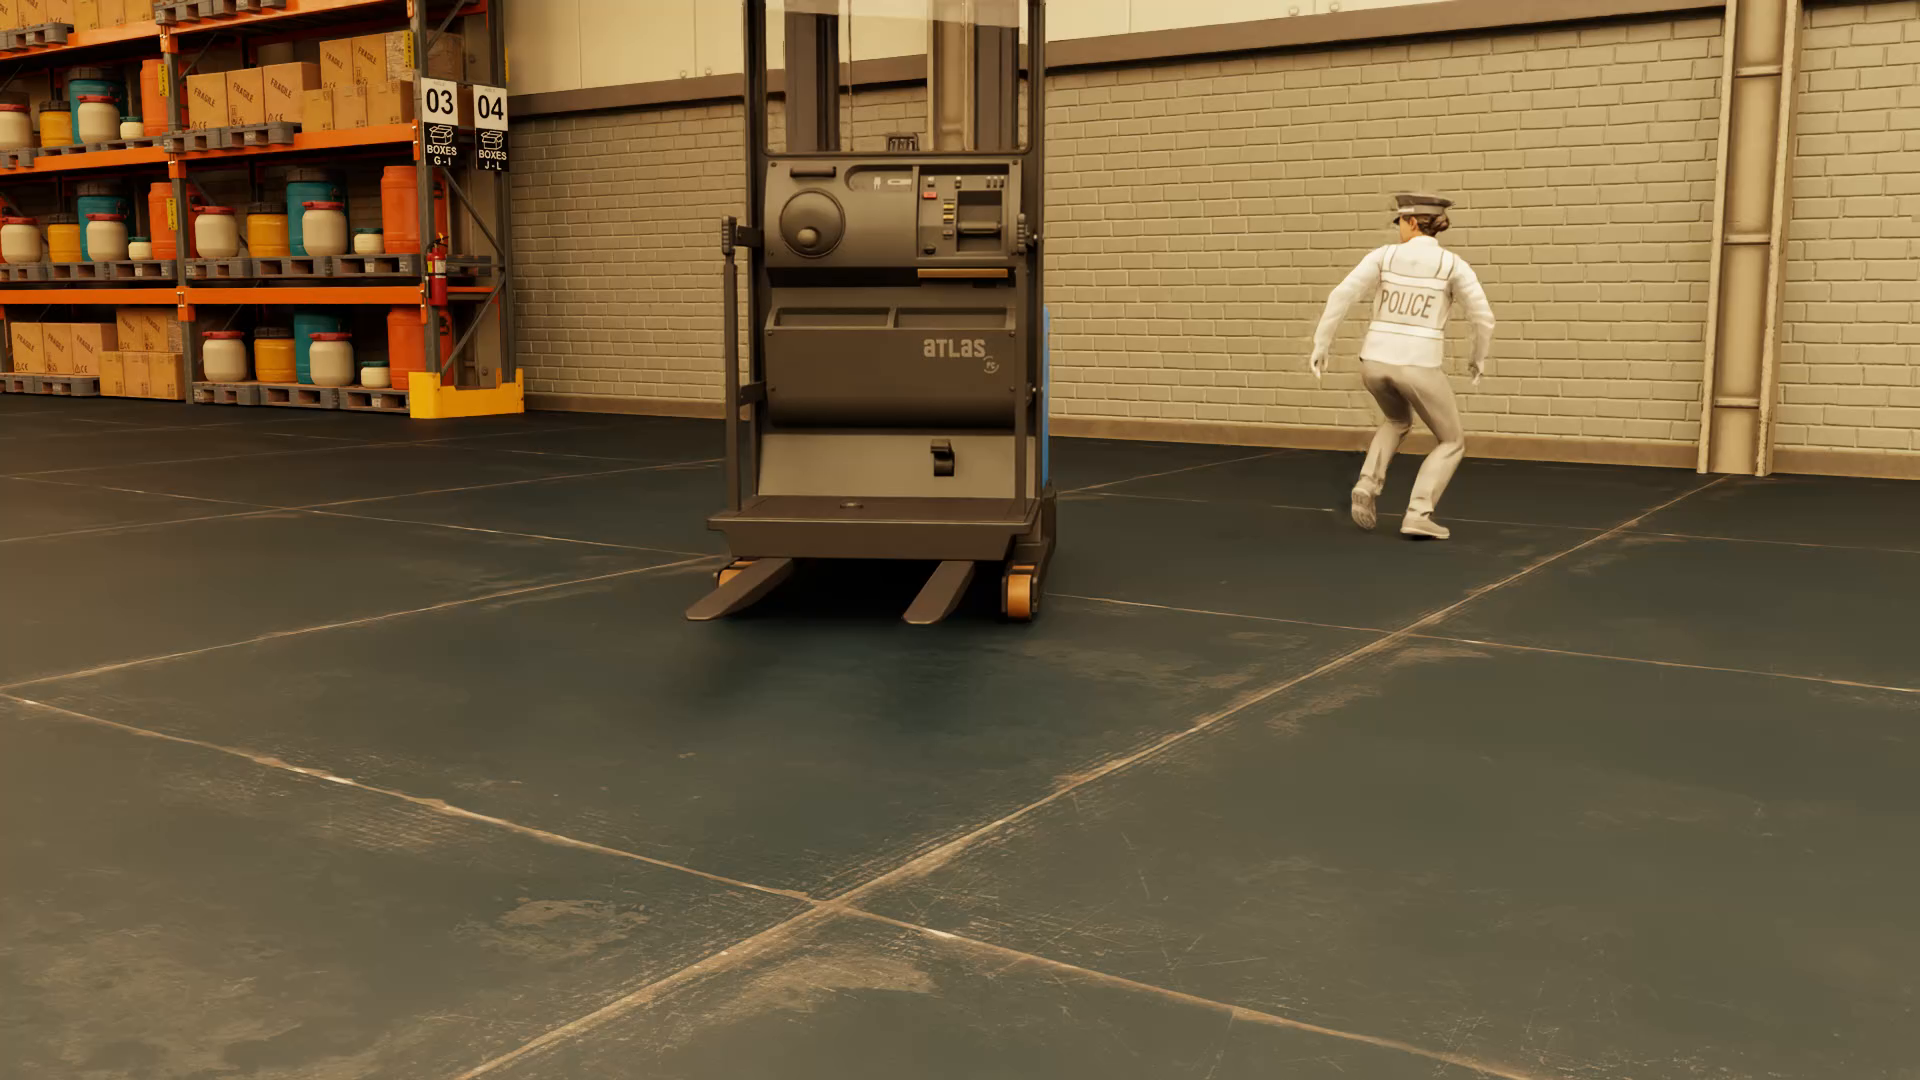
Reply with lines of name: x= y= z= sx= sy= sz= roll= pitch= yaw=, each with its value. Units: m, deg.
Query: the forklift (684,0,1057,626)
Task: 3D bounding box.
forklift: x=-0.261 y=-1.224 z=5.802 sx=1.130 sy=2.935 sz=3.031 roll=1 pitch=8 yaw=6

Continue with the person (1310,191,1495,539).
person: x=2.065 y=-0.798 z=7.653 sx=0.703 sy=1.581 sz=0.615 roll=7 pitch=11 yaw=41
